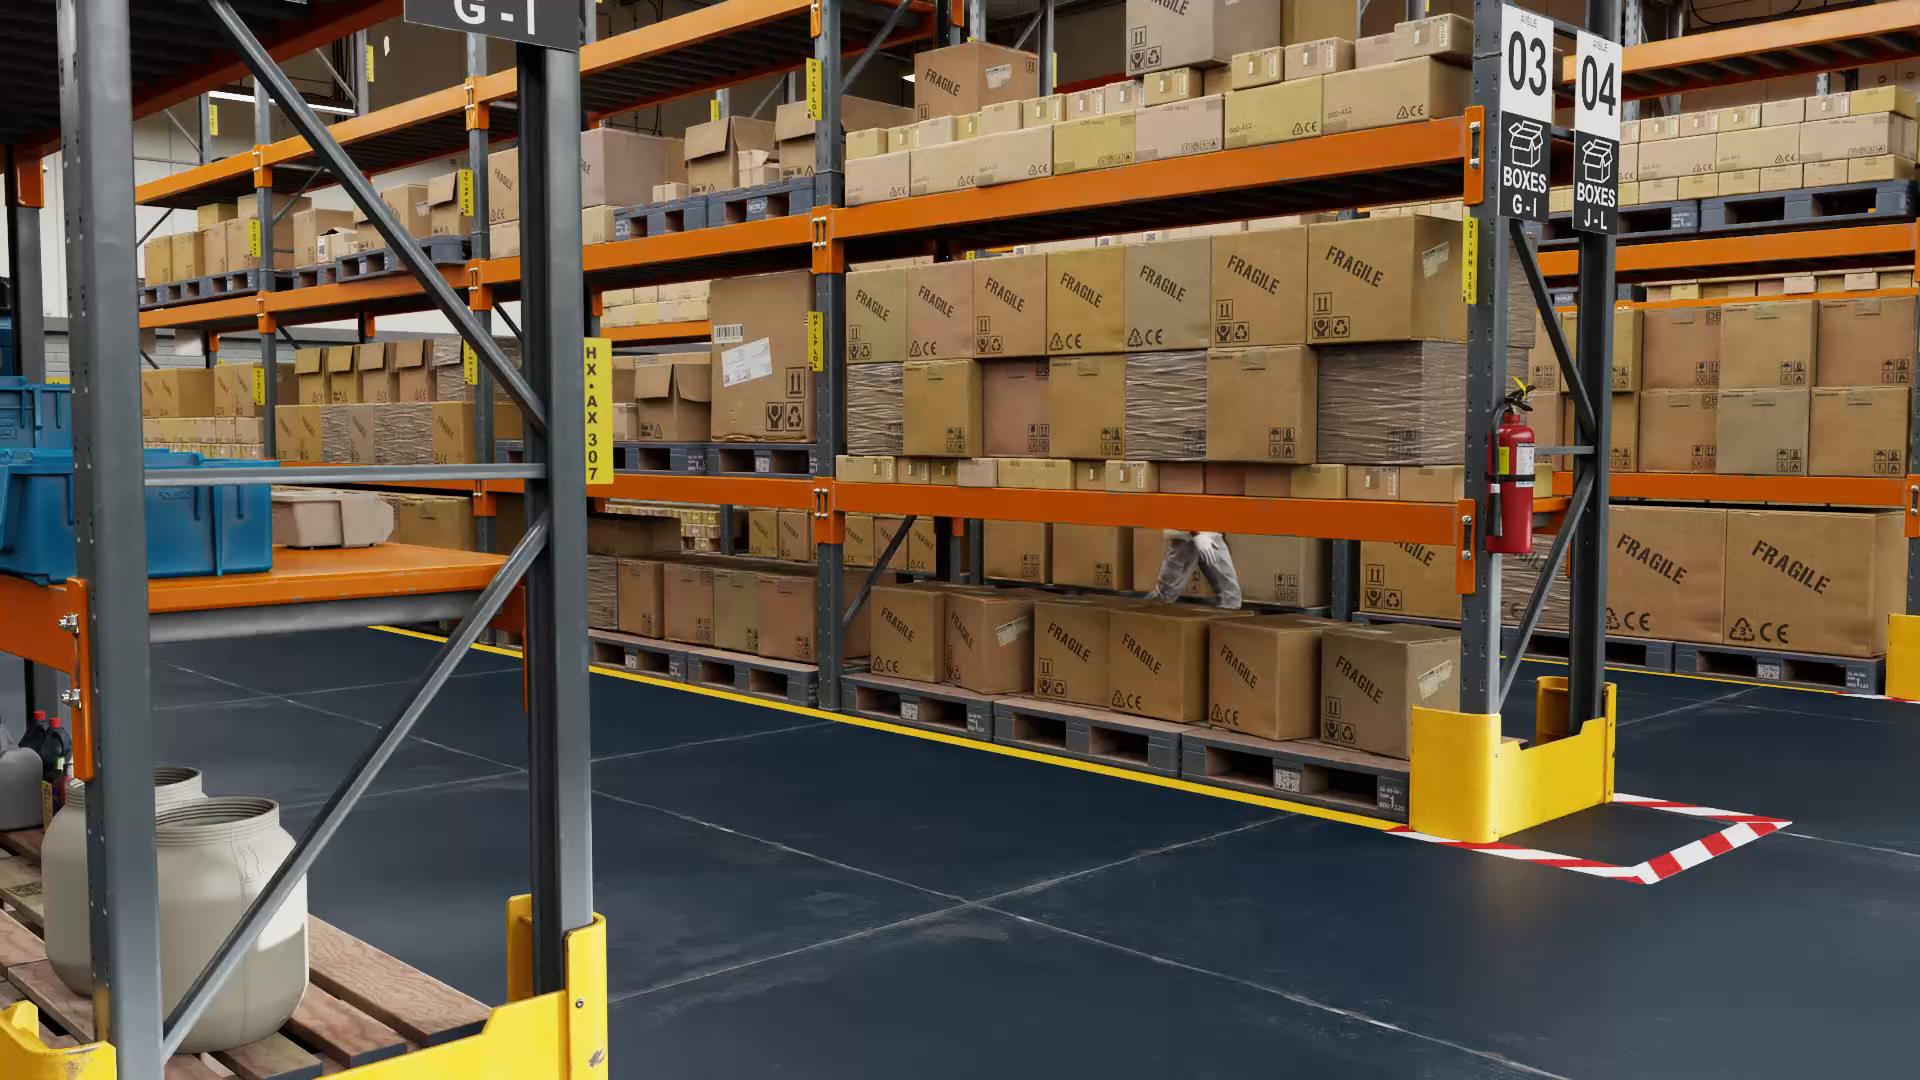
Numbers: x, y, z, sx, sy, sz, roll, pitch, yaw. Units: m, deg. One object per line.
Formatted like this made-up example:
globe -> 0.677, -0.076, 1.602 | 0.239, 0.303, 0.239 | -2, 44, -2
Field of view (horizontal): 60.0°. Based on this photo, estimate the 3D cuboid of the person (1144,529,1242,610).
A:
person -> 1.554, -0.015, 10.947 | 1.083, 1.740, 0.545 | 3, 5, 33
